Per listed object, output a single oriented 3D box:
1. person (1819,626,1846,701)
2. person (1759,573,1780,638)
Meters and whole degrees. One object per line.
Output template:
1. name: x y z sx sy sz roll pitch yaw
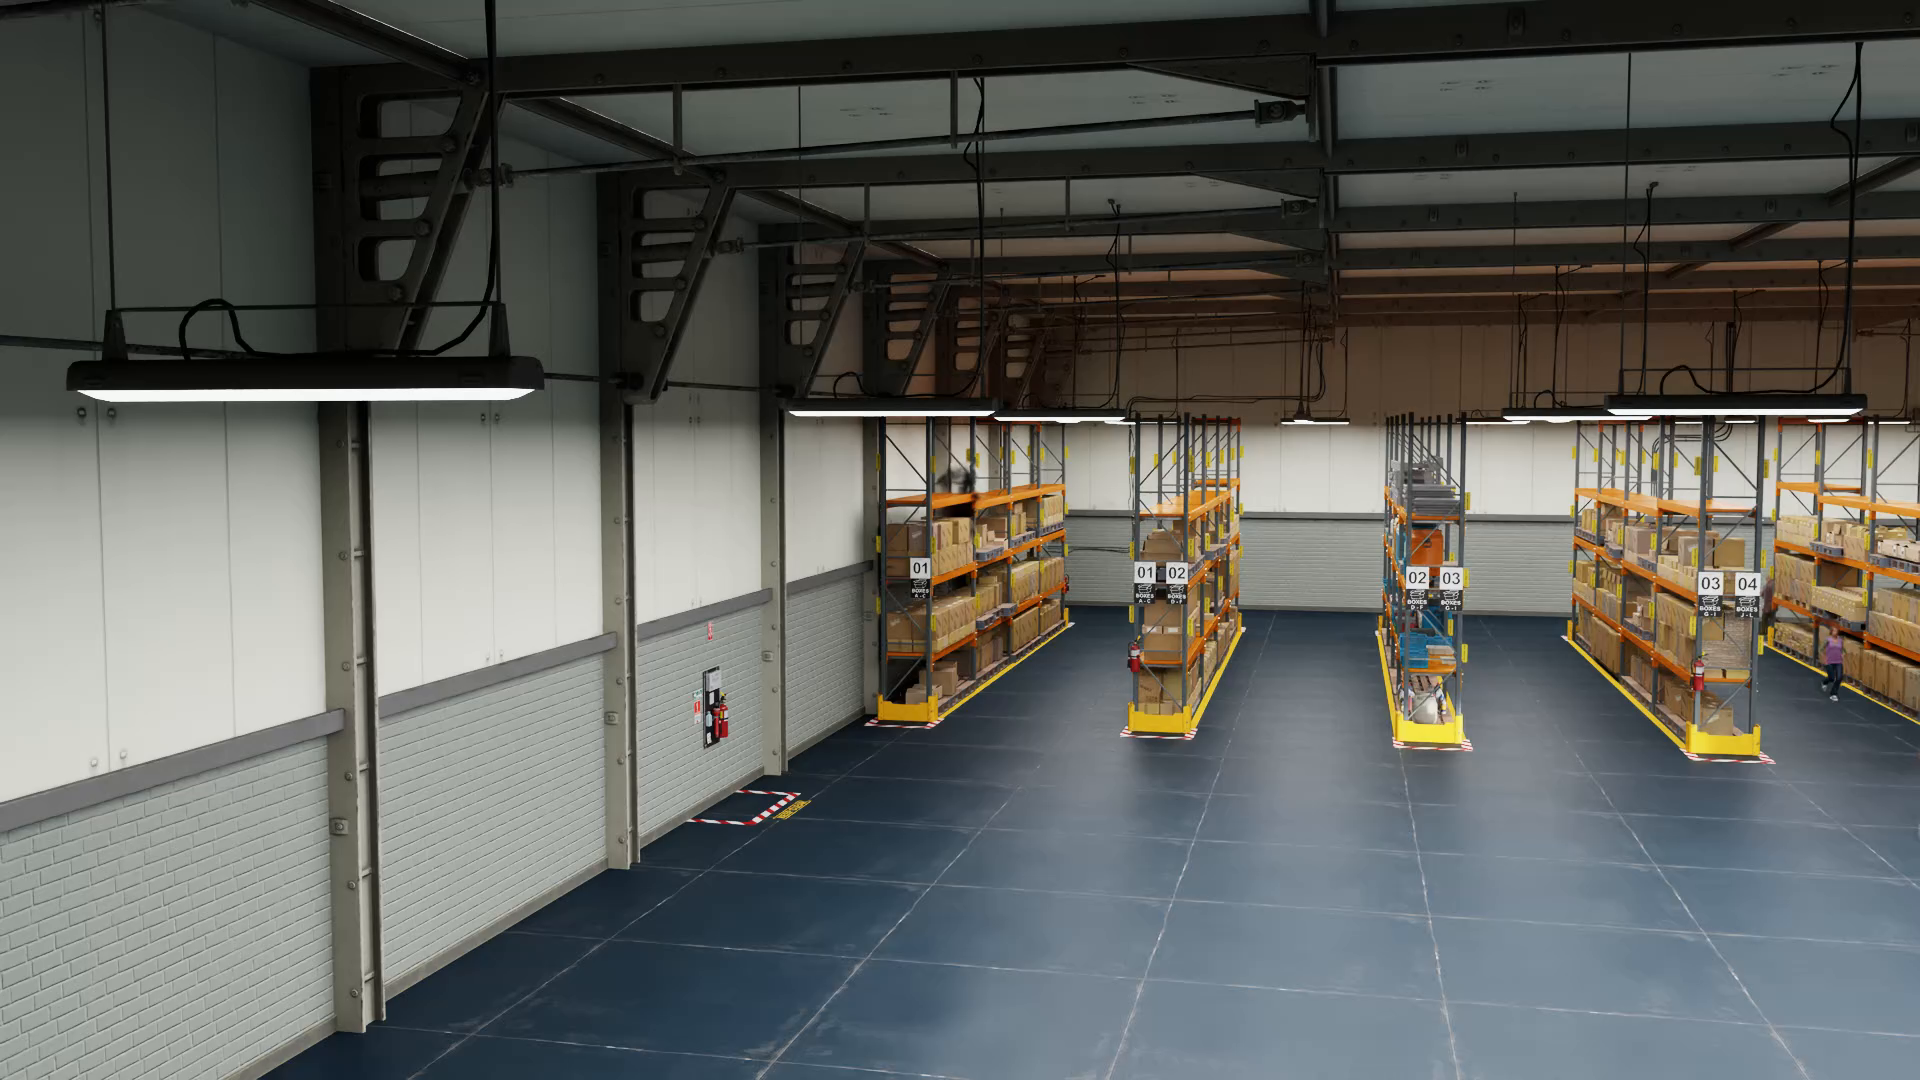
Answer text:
1. person: 18.358 2.584 34.959 0.527 1.542 0.560 1 4 7
2. person: 21.754 1.773 44.672 1.014 1.793 0.723 0 4 7
